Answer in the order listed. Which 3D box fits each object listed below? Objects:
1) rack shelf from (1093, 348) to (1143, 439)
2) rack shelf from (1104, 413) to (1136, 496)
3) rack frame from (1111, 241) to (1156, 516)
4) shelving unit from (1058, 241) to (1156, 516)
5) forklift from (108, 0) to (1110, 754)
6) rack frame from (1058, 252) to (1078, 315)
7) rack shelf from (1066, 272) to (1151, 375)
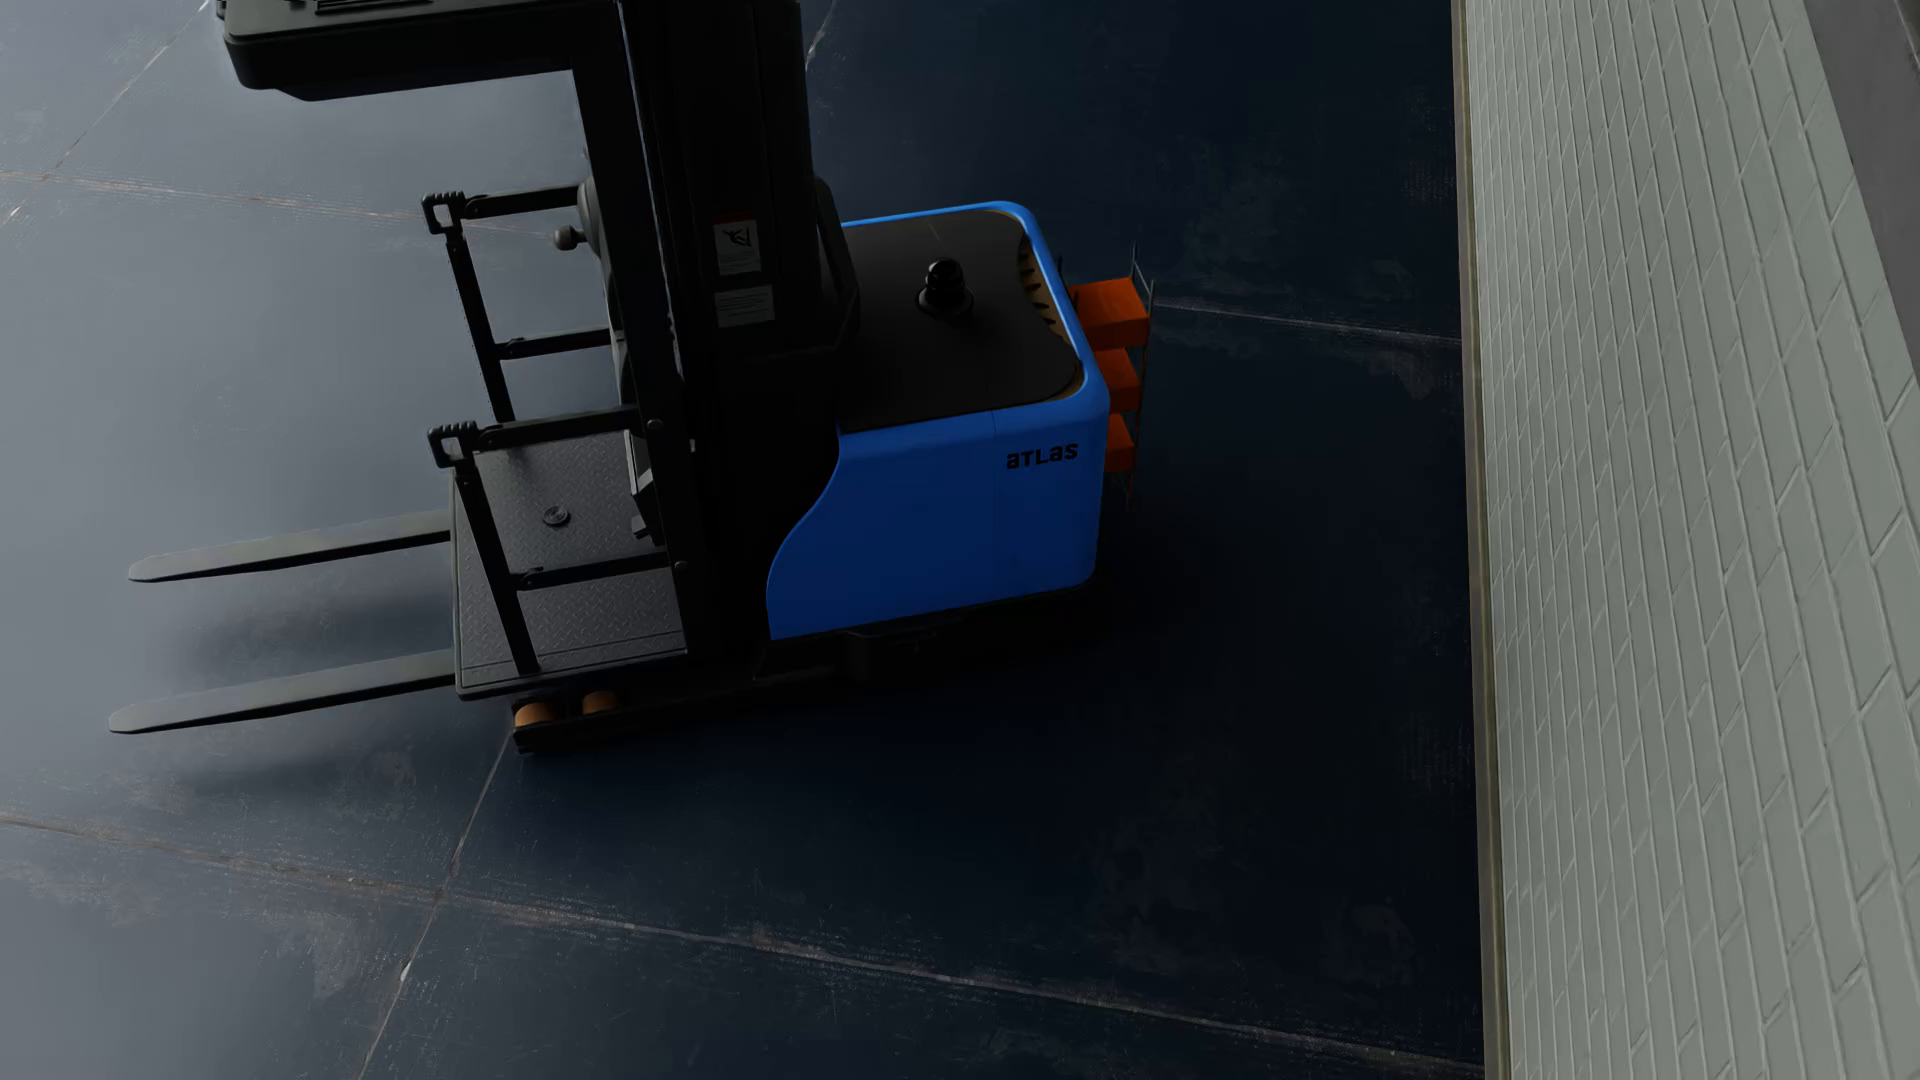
[{"bbox_3d":[0.449,-0.479,5.489,0.240,0.259,0.215,-10,49,-9],"label":"rack shelf"},{"bbox_3d":[0.449,-0.293,5.696,0.240,0.259,0.215,-10,49,-9],"label":"rack shelf"},{"bbox_3d":[0.568,-0.507,5.499,0.008,1.050,0.200,-10,49,-9],"label":"rack frame"},{"bbox_3d":[0.449,-0.486,5.481,0.252,1.050,0.215,-10,49,-9],"label":"shelving unit"},{"bbox_3d":[-1.131,-0.759,4.461,3.031,2.935,1.130,-10,49,-9],"label":"forklift"},{"bbox_3d":[0.330,-0.466,5.463,0.008,1.050,0.200,-10,49,-9],"label":"rack frame"},{"bbox_3d":[0.449,-0.669,5.278,0.240,0.259,0.215,-10,49,-9],"label":"rack shelf"}]
